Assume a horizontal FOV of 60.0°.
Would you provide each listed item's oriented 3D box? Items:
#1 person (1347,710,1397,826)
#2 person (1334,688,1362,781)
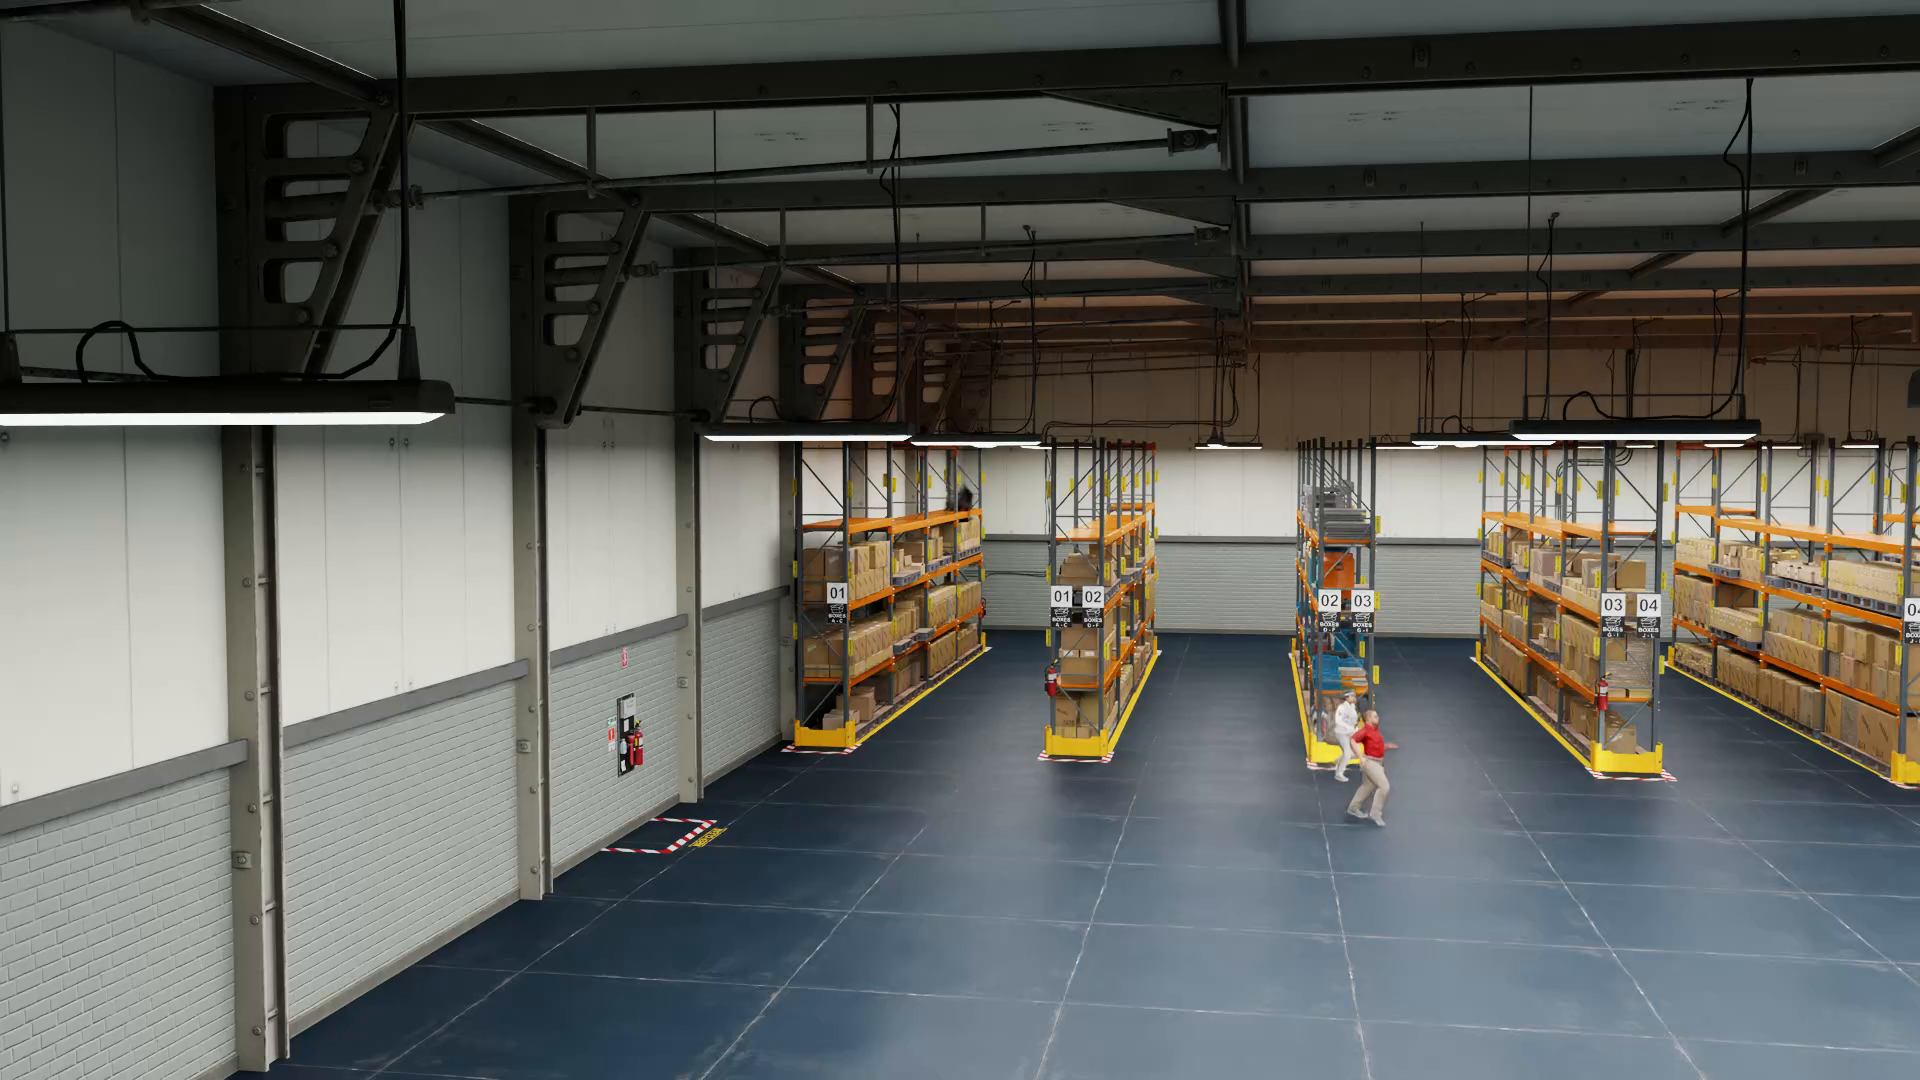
[{"bbox_3d":[6.346,3.515,25.630,0.768,1.798,0.631,1,3,24],"label":"person"},{"bbox_3d":[6.791,3.390,29.040,0.645,1.631,0.537,-3,4,-42],"label":"person"}]
